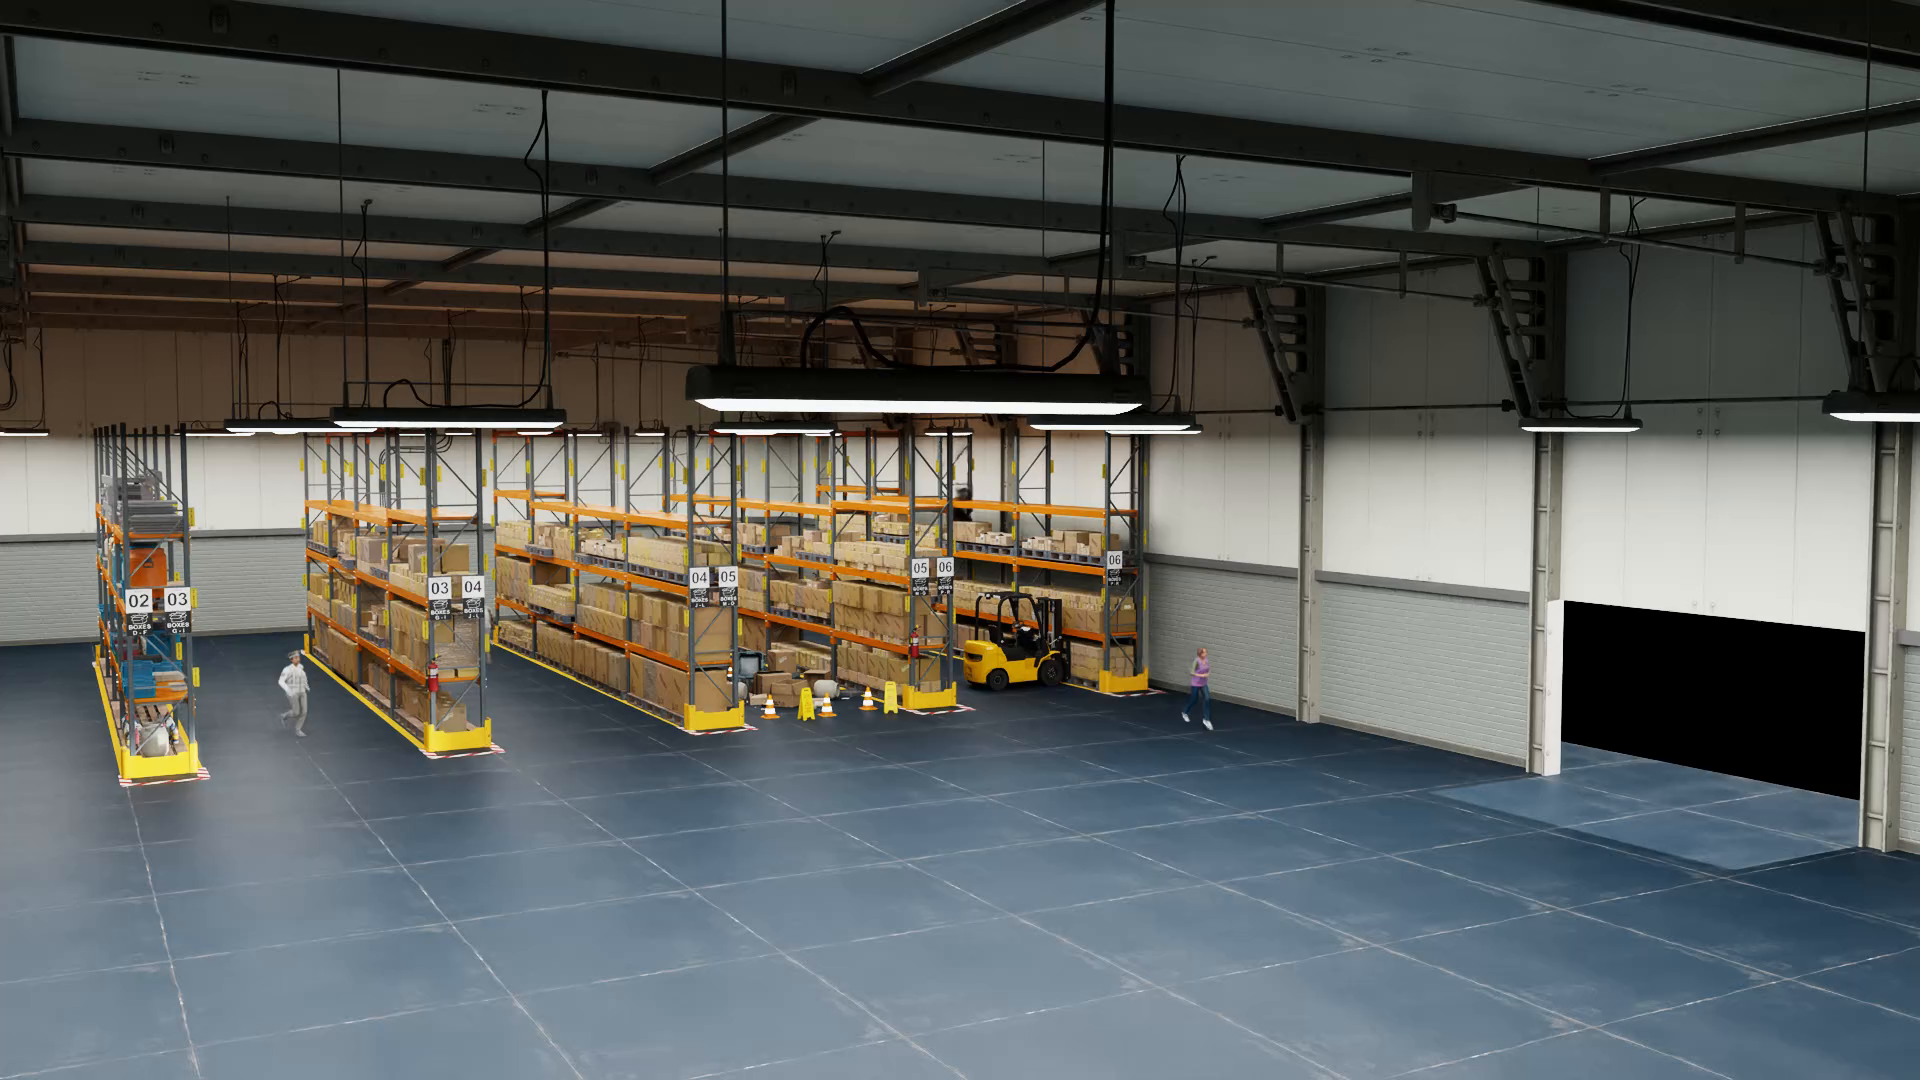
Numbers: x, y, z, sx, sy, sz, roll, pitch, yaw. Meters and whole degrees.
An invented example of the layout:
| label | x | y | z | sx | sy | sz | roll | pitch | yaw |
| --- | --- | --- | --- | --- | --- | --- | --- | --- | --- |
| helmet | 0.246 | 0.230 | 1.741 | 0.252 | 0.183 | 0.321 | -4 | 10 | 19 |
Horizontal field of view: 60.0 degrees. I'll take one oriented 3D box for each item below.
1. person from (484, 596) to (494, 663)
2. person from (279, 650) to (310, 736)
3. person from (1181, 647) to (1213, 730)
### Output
| label | x | y | z | sx | sy | sz | roll | pitch | yaw |
| --- | --- | --- | --- | --- | --- | --- | --- | --- | --- |
| person | -12.201 | 2.272 | 42.603 | 0.575 | 1.676 | 0.938 | -2 | 4 | -29 |
| person | -12.869 | 2.956 | 32.179 | 0.588 | 1.660 | 0.621 | 2 | 4 | 34 |
| person | 4.738 | 2.920 | 33.151 | 0.562 | 1.619 | 0.882 | -3 | 4 | -36 |
